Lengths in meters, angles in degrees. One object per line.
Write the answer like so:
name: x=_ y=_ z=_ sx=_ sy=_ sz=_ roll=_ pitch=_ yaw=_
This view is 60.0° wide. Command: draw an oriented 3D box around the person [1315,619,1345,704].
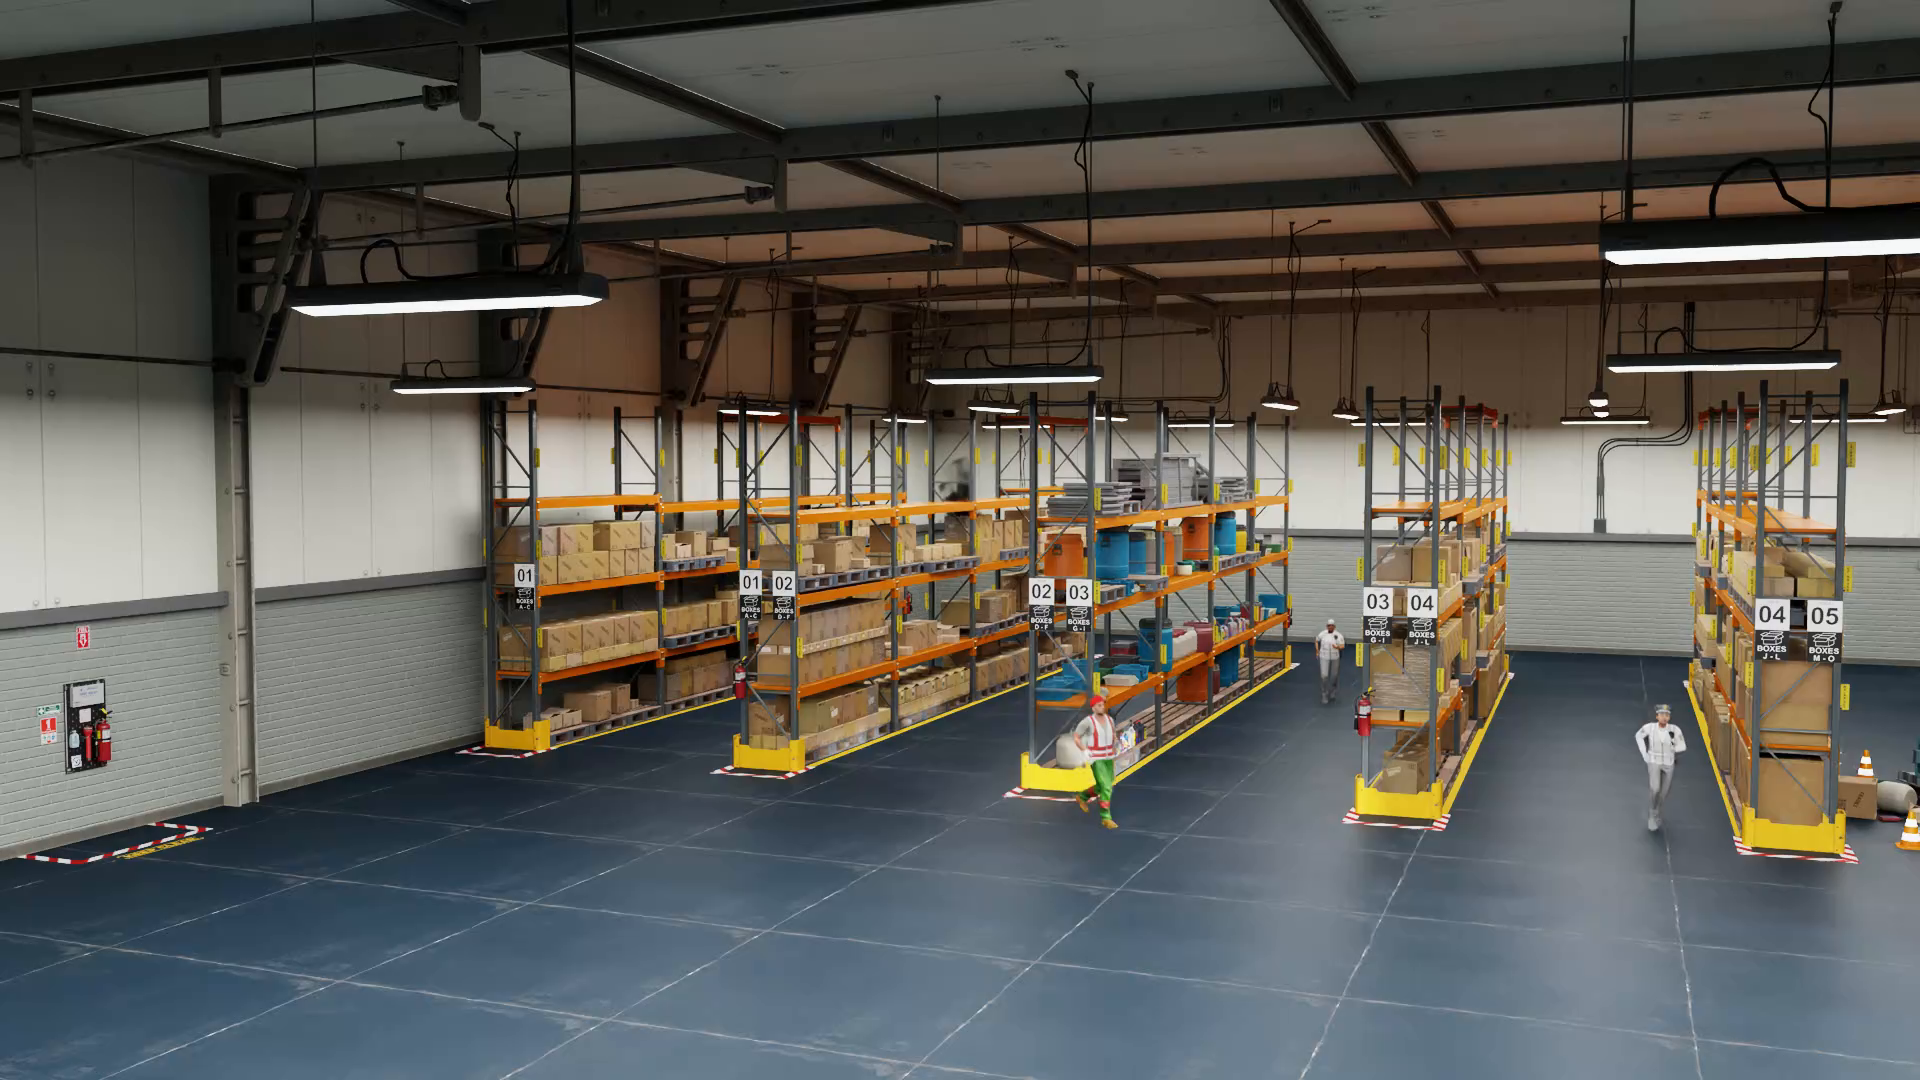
person: x=7.602 y=2.486 z=34.168 sx=0.583 sy=1.726 sz=0.774 roll=0 pitch=3 yaw=9

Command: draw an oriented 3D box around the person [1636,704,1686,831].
person: x=9.486 y=3.058 z=22.499 sx=0.596 sy=1.712 sz=0.749 roll=1 pitch=3 yaw=12

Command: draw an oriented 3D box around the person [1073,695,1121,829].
person: x=1.886 y=3.002 z=22.727 sx=0.646 sy=1.779 sz=0.816 roll=-2 pitch=3 yaw=-36
